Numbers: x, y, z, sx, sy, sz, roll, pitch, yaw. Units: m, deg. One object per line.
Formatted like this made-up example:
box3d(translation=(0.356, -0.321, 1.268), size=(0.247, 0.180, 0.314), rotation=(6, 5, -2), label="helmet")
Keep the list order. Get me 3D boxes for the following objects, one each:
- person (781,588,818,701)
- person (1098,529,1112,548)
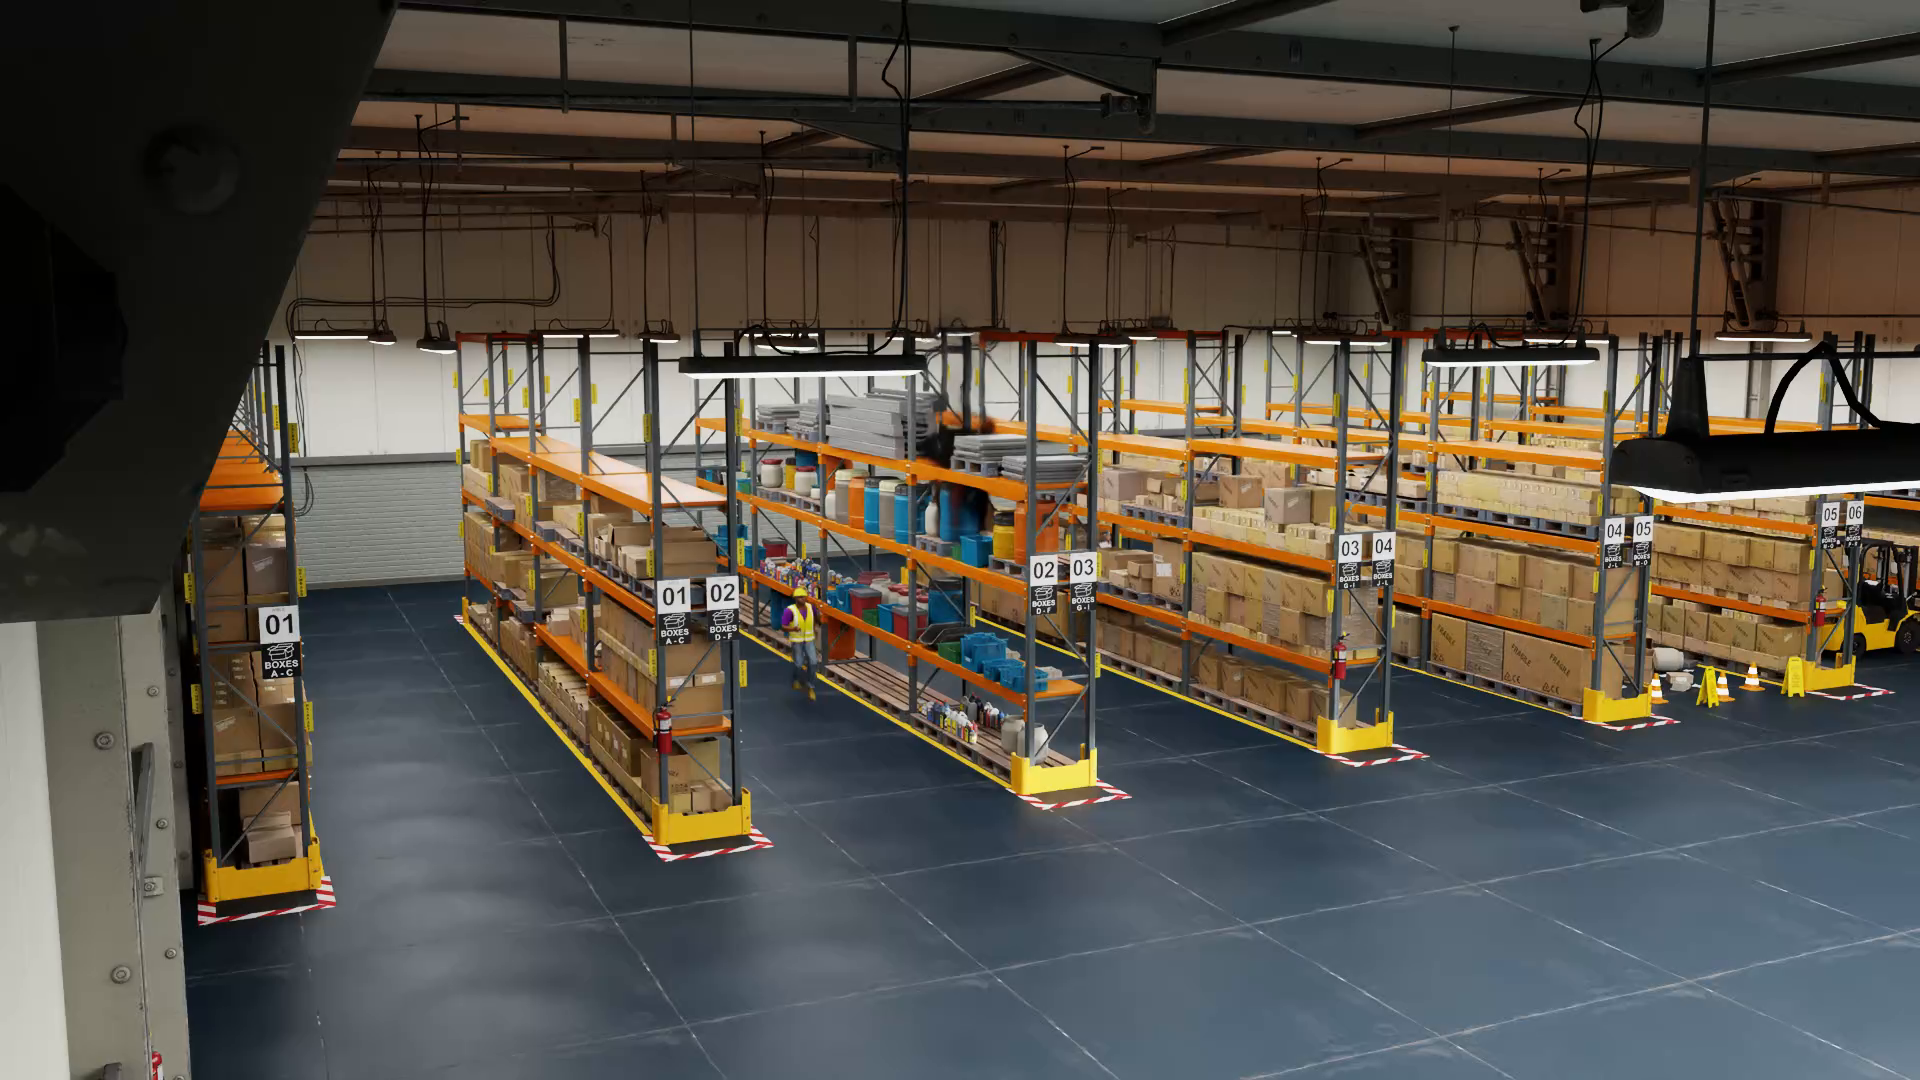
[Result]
box3d(translation=(-2.555, 1.663, 26.814), size=(0.672, 1.813, 0.764), rotation=(-3, 8, -22), label="person")
box3d(translation=(3.272, 0.610, 36.306), size=(0.620, 1.713, 0.863), rotation=(-4, 8, -24), label="person")
